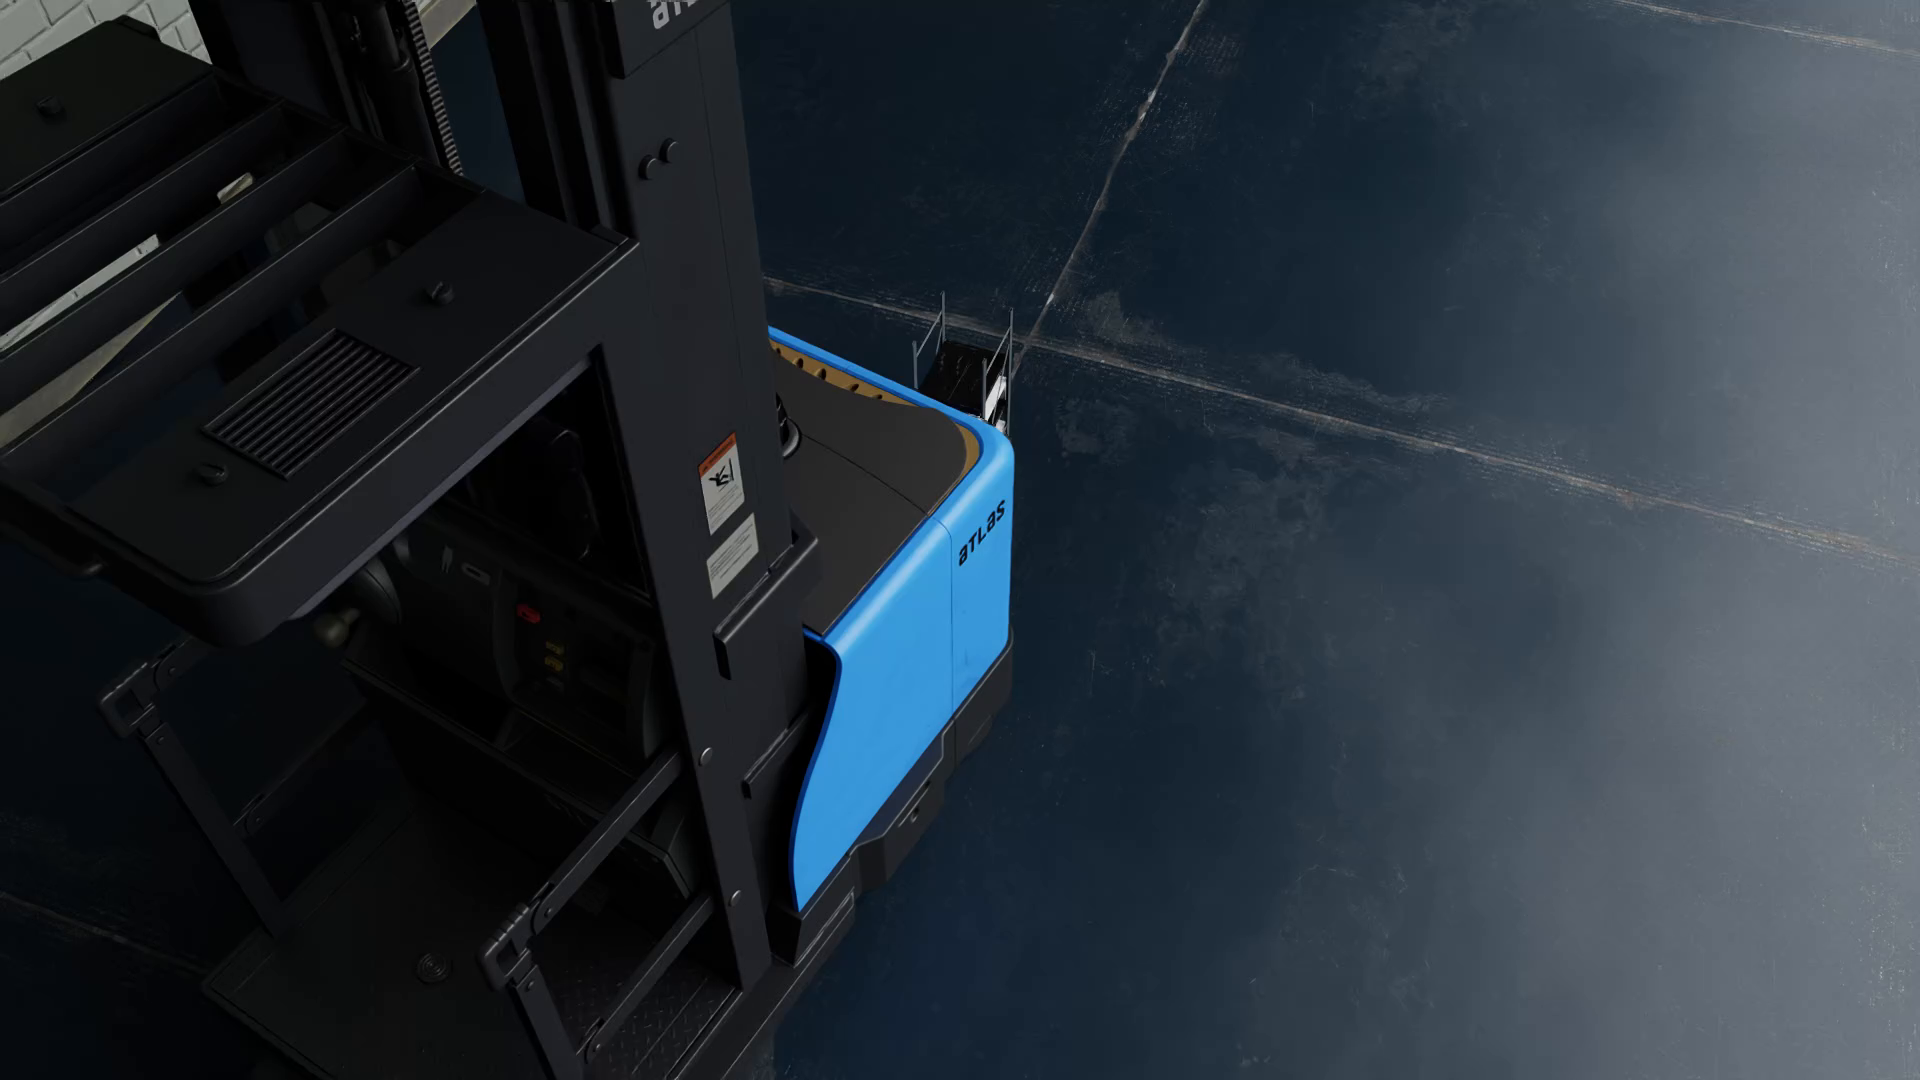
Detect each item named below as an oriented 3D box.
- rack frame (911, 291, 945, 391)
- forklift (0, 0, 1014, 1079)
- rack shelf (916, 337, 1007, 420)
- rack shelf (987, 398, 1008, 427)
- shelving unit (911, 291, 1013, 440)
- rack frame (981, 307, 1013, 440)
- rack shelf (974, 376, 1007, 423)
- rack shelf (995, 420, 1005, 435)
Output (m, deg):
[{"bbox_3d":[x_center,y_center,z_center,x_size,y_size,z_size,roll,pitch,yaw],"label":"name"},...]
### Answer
[{"bbox_3d":[-0.088,-0.319,4.931,0.006,0.900,0.240,16,51,13],"label":"rack frame"},{"bbox_3d":[-1.067,0.233,3.108,1.130,2.935,3.031,26,54,21],"label":"forklift"},{"bbox_3d":[0.008,-0.448,4.729,0.200,0.077,0.258,16,51,13],"label":"rack shelf"},{"bbox_3d":[0.008,-0.330,4.865,0.200,0.077,0.258,16,51,13],"label":"rack shelf"},{"bbox_3d":[0.008,-0.293,4.908,0.210,0.900,0.258,16,51,13],"label":"shelving unit"},{"bbox_3d":[0.103,-0.266,4.885,0.006,0.900,0.240,16,51,13],"label":"rack frame"},{"bbox_3d":[0.008,-0.389,4.797,0.200,0.077,0.258,16,51,13],"label":"rack shelf"},{"bbox_3d":[0.008,-0.271,4.933,0.200,0.077,0.258,16,51,13],"label":"rack shelf"}]
